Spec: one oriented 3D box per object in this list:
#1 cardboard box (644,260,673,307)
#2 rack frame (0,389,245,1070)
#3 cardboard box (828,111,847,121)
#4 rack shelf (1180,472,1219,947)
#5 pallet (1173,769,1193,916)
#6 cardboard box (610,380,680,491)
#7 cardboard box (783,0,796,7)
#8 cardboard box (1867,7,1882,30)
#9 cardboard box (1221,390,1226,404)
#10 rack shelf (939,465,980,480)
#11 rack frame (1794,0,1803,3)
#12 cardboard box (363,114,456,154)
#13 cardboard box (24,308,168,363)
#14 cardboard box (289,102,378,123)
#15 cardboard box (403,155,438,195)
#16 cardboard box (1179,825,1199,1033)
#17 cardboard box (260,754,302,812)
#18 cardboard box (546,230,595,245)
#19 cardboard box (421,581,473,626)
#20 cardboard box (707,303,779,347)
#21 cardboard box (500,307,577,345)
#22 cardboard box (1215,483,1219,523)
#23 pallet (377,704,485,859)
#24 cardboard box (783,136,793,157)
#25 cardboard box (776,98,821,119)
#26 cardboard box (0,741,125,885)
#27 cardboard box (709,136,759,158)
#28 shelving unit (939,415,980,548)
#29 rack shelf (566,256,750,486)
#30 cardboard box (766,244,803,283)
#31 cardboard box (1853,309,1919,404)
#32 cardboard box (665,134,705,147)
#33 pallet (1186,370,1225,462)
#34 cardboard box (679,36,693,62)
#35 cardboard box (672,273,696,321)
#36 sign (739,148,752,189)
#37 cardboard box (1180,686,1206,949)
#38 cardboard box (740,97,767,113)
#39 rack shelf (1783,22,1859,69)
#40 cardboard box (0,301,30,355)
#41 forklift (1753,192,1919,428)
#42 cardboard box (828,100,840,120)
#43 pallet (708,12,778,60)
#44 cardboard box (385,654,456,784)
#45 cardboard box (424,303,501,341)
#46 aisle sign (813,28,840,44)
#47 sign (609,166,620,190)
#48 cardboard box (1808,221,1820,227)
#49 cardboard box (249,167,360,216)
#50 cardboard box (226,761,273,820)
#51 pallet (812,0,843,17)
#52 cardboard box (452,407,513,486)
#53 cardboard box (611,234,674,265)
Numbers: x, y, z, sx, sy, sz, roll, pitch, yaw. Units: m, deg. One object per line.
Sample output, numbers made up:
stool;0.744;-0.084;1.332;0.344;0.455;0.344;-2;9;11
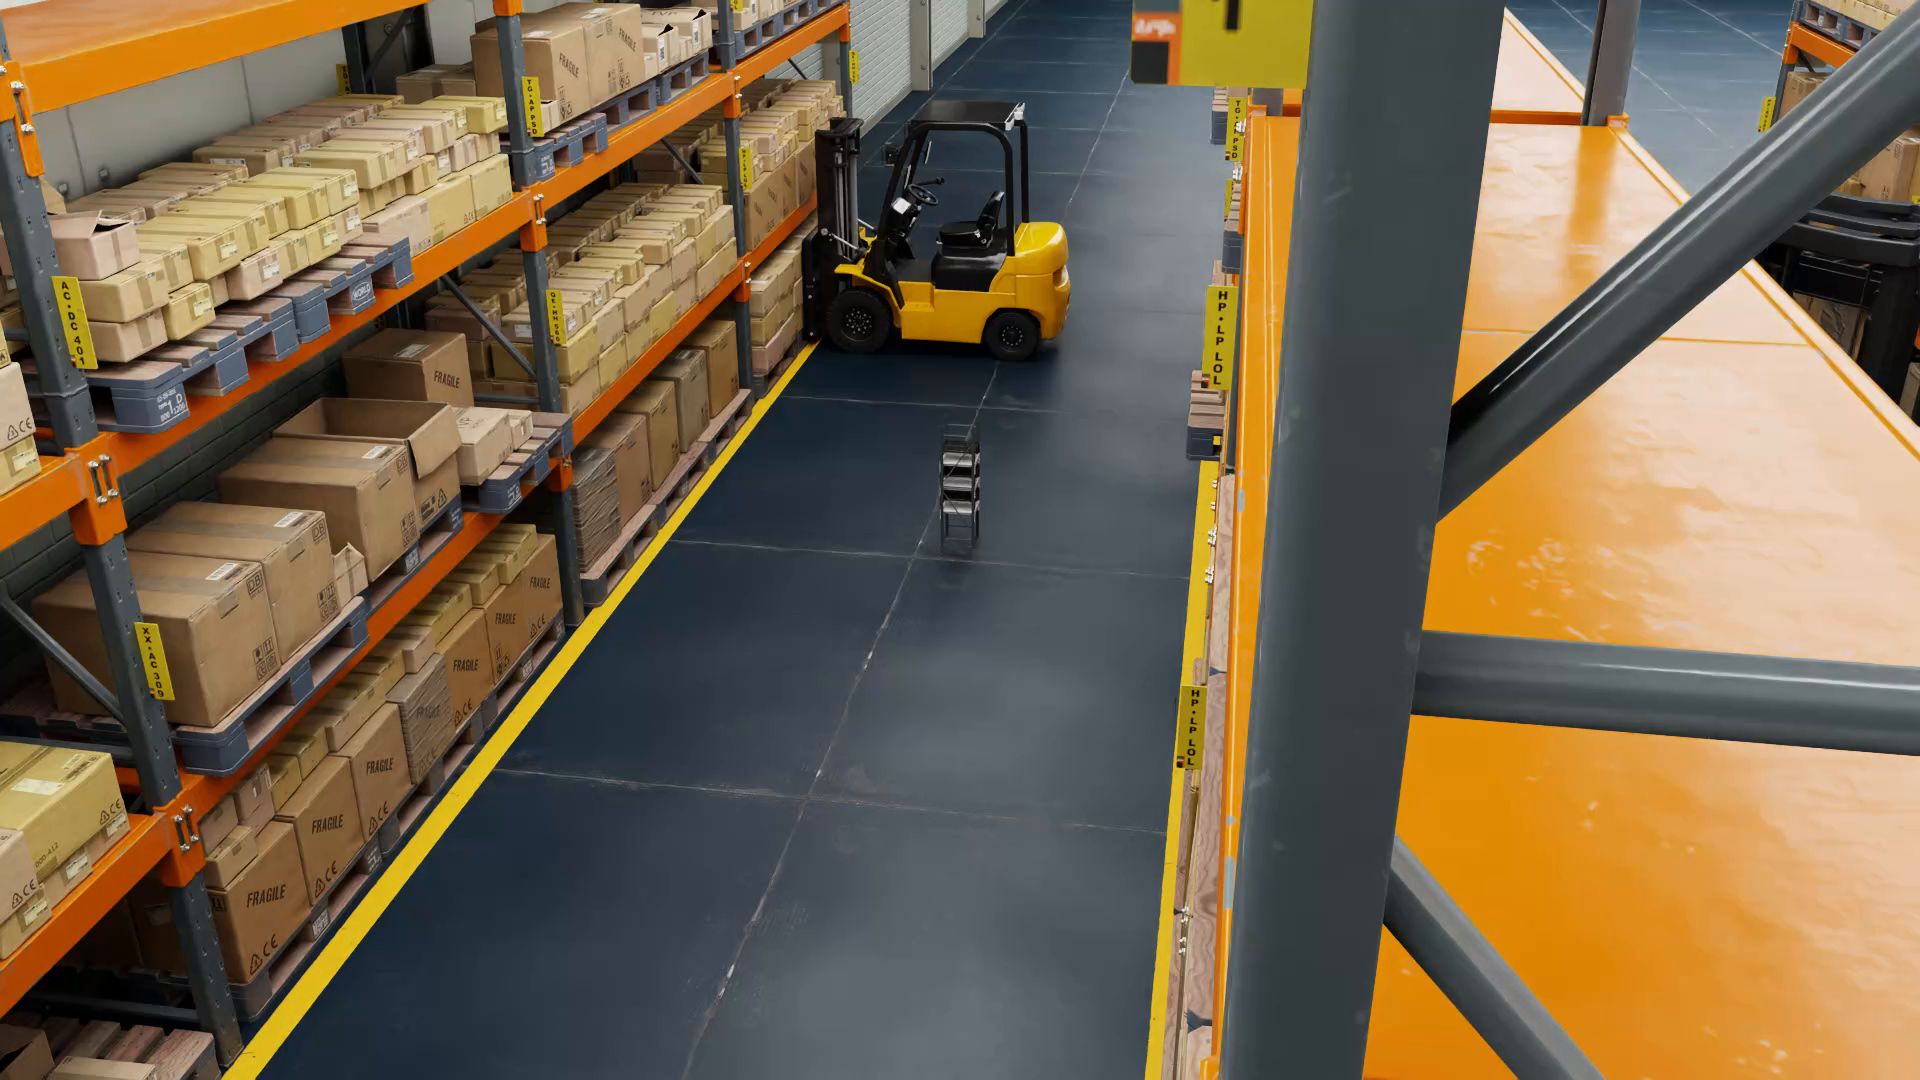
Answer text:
cardboard box;-2.358;-1.827;11.746;0.500;0.250;0.500;4;25;9
rack frame;-3.571;0.816;6.514;1.000;3.000;0.127;4;25;9
cardboard box;-1.431;-4.025;16.736;0.500;0.500;0.500;3;25;7
rack shelf;1.654;0.647;7.722;1.077;0.370;4.000;4;25;9
pallet;1.576;1.581;8.167;1.003;0.211;1.213;4;25;9
cardboard box;-2.593;-0.787;12.244;0.875;0.625;0.625;3;25;6
cardboard box;-1.841;-4.979;14.619;0.797;0.503;0.637;5;26;10
cardboard box;7.527;-4.180;13.332;0.380;0.149;0.250;4;25;8
cardboard box;1.781;-1.095;9.630;0.500;0.500;0.500;3;25;7
rack shelf;-0.001;-0.455;11.572;0.258;0.077;0.200;4;25;9
rack frame;8.188;-6.277;14.590;1.000;3.000;0.127;4;25;9
cardboard box;-2.822;-2.082;8.521;0.380;0.149;0.250;3;25;7
cardboard box;-3.129;-0.762;6.029;0.380;0.149;0.250;4;25;9
cardboard box;-3.320;-2.224;8.825;0.380;0.149;0.250;4;25;9
cardboard box;-2.865;-1.841;8.358;0.380;0.149;0.250;4;25;9
cardboard box;0.992;1.291;5.380;0.500;0.500;0.500;5;26;10
cardboard box;-3.250;1.103;7.588;0.380;0.149;0.250;3;25;6
cardboard box;-2.827;-2.103;11.865;0.380;0.149;0.250;4;25;9
cardboard box;-2.936;0.346;9.206;0.380;0.149;0.250;5;26;10
cardboard box;-1.880;-1.883;14.436;0.500;0.250;0.500;4;25;8
cardboard box;-2.574;-1.309;10.170;0.380;0.149;0.250;5;26;10
cardboard box;1.475;-0.055;7.961;0.500;0.250;0.500;4;25;8
pallet;-3.278;1.224;8.930;1.003;0.211;1.213;4;25;9
cardboard box;-1.714;-3.518;14.888;0.380;0.149;0.250;3;25;7
cardboard box;-1.533;-4.080;15.739;0.380;0.149;0.250;5;25;10
cardboard box;-3.413;0.979;5.991;0.500;0.250;0.500;5;25;10
cardboard box;-1.932;-3.340;14.157;0.380;0.149;0.250;4;25;8
shelving unit;-0.001;-0.404;11.596;0.258;0.900;0.210;4;25;9
rack shelf;-2.590;-1.368;12.027;1.077;0.370;4.000;4;25;9
cardboard box;-1.711;-2.531;15.231;0.500;0.250;0.500;5;26;10
cardboard box;7.706;-1.373;13.201;0.875;0.875;0.875;4;25;9
cardboard box;-2.397;-3.372;14.226;0.380;0.149;0.250;4;25;8
pallet;1.992;-0.734;10.049;1.213;0.211;1.003;4;25;9
cardboard box;-2.143;-3.530;11.941;0.380;0.149;0.250;4;25;8
cardboard box;-2.275;-1.817;12.315;0.500;0.250;0.500;4;25;9
sign;-1.726;-2.985;13.361;0.100;0.325;0.005;4;25;9
cardboard box;1.489;1.287;7.518;0.875;0.875;0.875;5;26;10
cardboard box;-2.054;-4.118;15.821;0.380;0.149;0.250;5;26;10
rack shelf;7.861;-3.756;13.592;1.077;0.370;4.000;4;25;9
cardboard box;-3.589;-0.796;6.102;0.380;0.149;0.250;4;25;8
forklift;5.148;-0.638;9.701;3.031;2.935;1.130;-17;30;-32
cardboard box;-1.402;-4.269;16.493;0.380;0.149;0.250;4;25;9
pallet;-2.149;-4.207;13.810;1.003;0.211;1.213;4;25;9
cardboard box;-3.015;0.922;8.738;0.500;0.500;0.500;3;25;7
cardboard box;-3.063;-1.346;10.249;0.380;0.149;0.250;5;26;10
aisle sign;-1.309;-5.388;16.700;0.394;0.787;0.004;4;25;9
sign;-2.811;-2.996;13.542;0.100;0.325;0.005;4;25;9
cardboard box;7.888;-3.013;14.515;0.875;0.550;0.550;4;25;9
cardboard box;-2.895;-1.542;7.344;0.380;0.149;0.250;4;25;9
cardboard box;-3.254;1.085;7.274;0.380;0.149;0.250;3;25;6
pallet;-1.751;-5.228;15.991;1.003;0.211;1.213;4;25;9
cardboard box;-2.770;-0.516;9.040;0.500;0.250;0.500;3;25;6
cardboard box;-2.246;-2.058;11.770;0.380;0.149;0.250;3;25;7
